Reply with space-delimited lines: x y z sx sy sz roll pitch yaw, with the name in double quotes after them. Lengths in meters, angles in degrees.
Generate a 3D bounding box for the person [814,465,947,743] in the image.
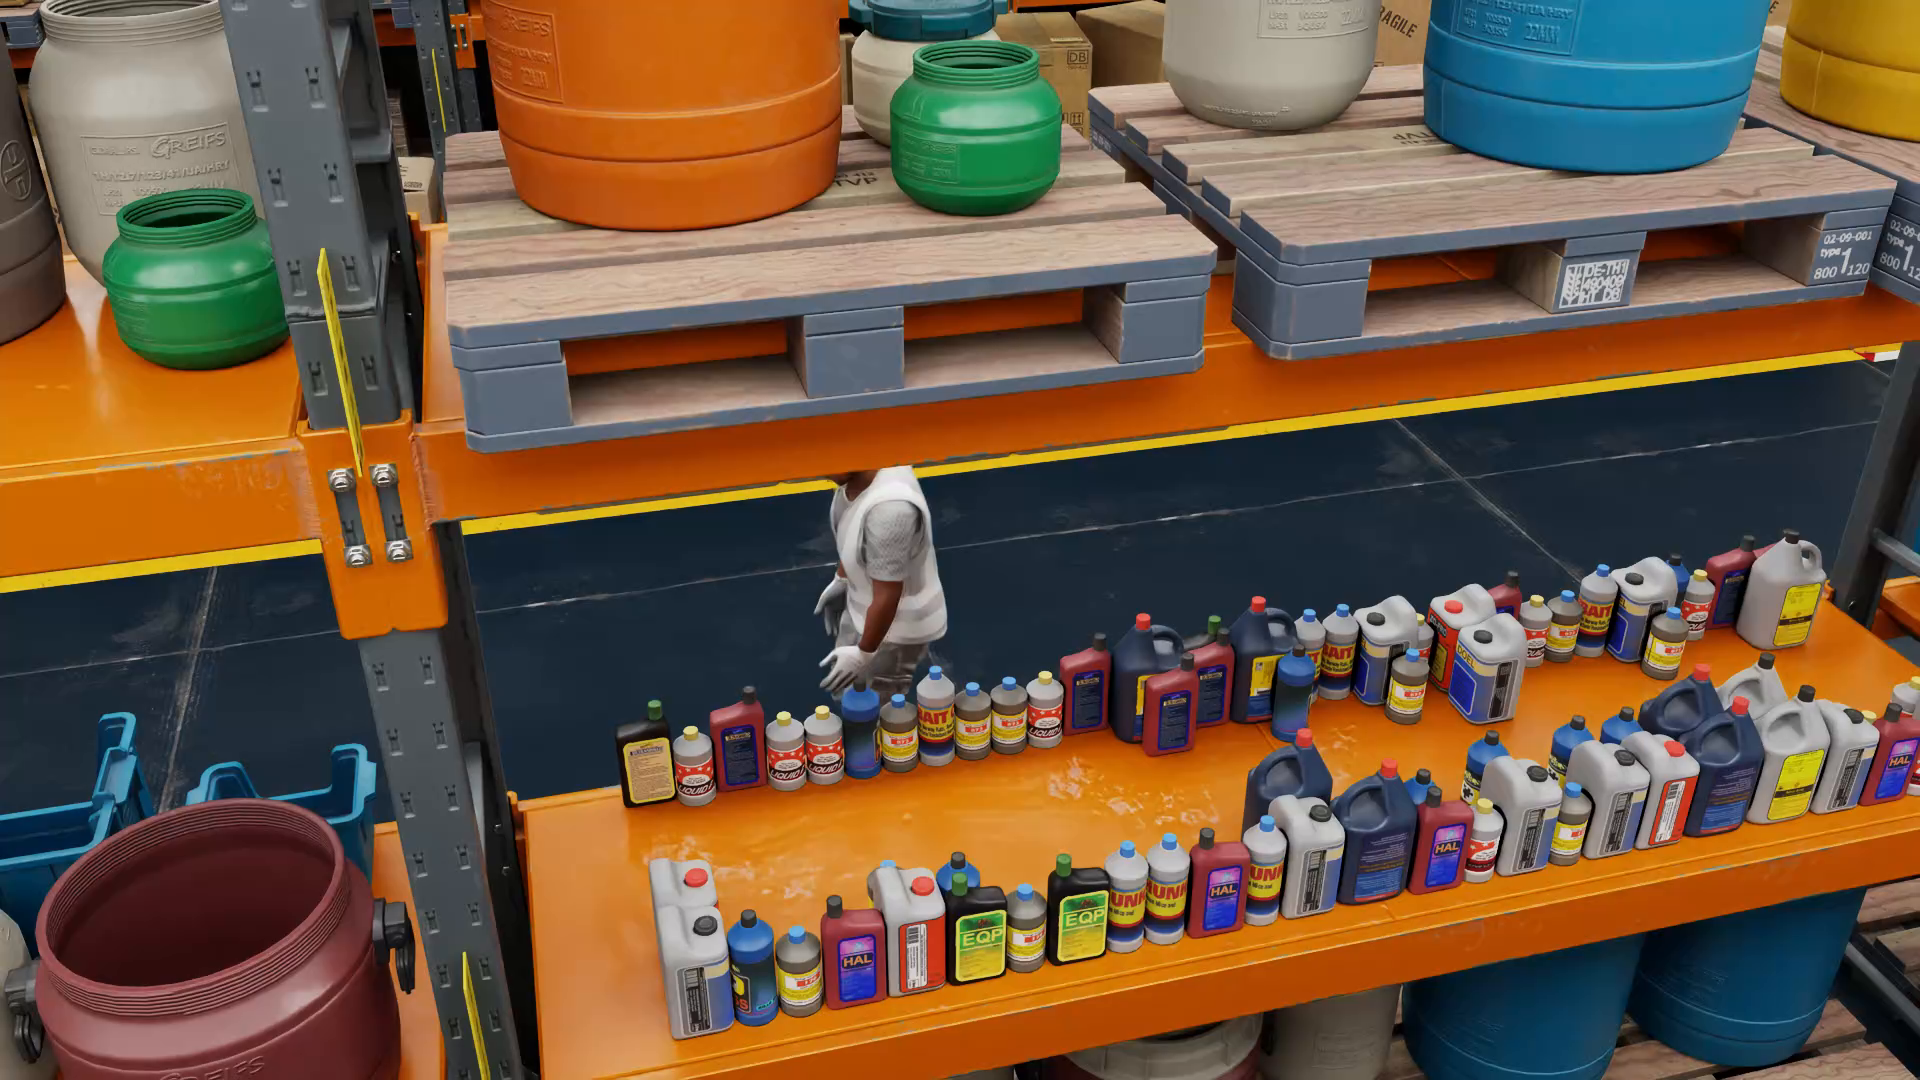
-0.299 0.284 5.695 0.497 1.709 0.580 -6 31 -11 "person"
